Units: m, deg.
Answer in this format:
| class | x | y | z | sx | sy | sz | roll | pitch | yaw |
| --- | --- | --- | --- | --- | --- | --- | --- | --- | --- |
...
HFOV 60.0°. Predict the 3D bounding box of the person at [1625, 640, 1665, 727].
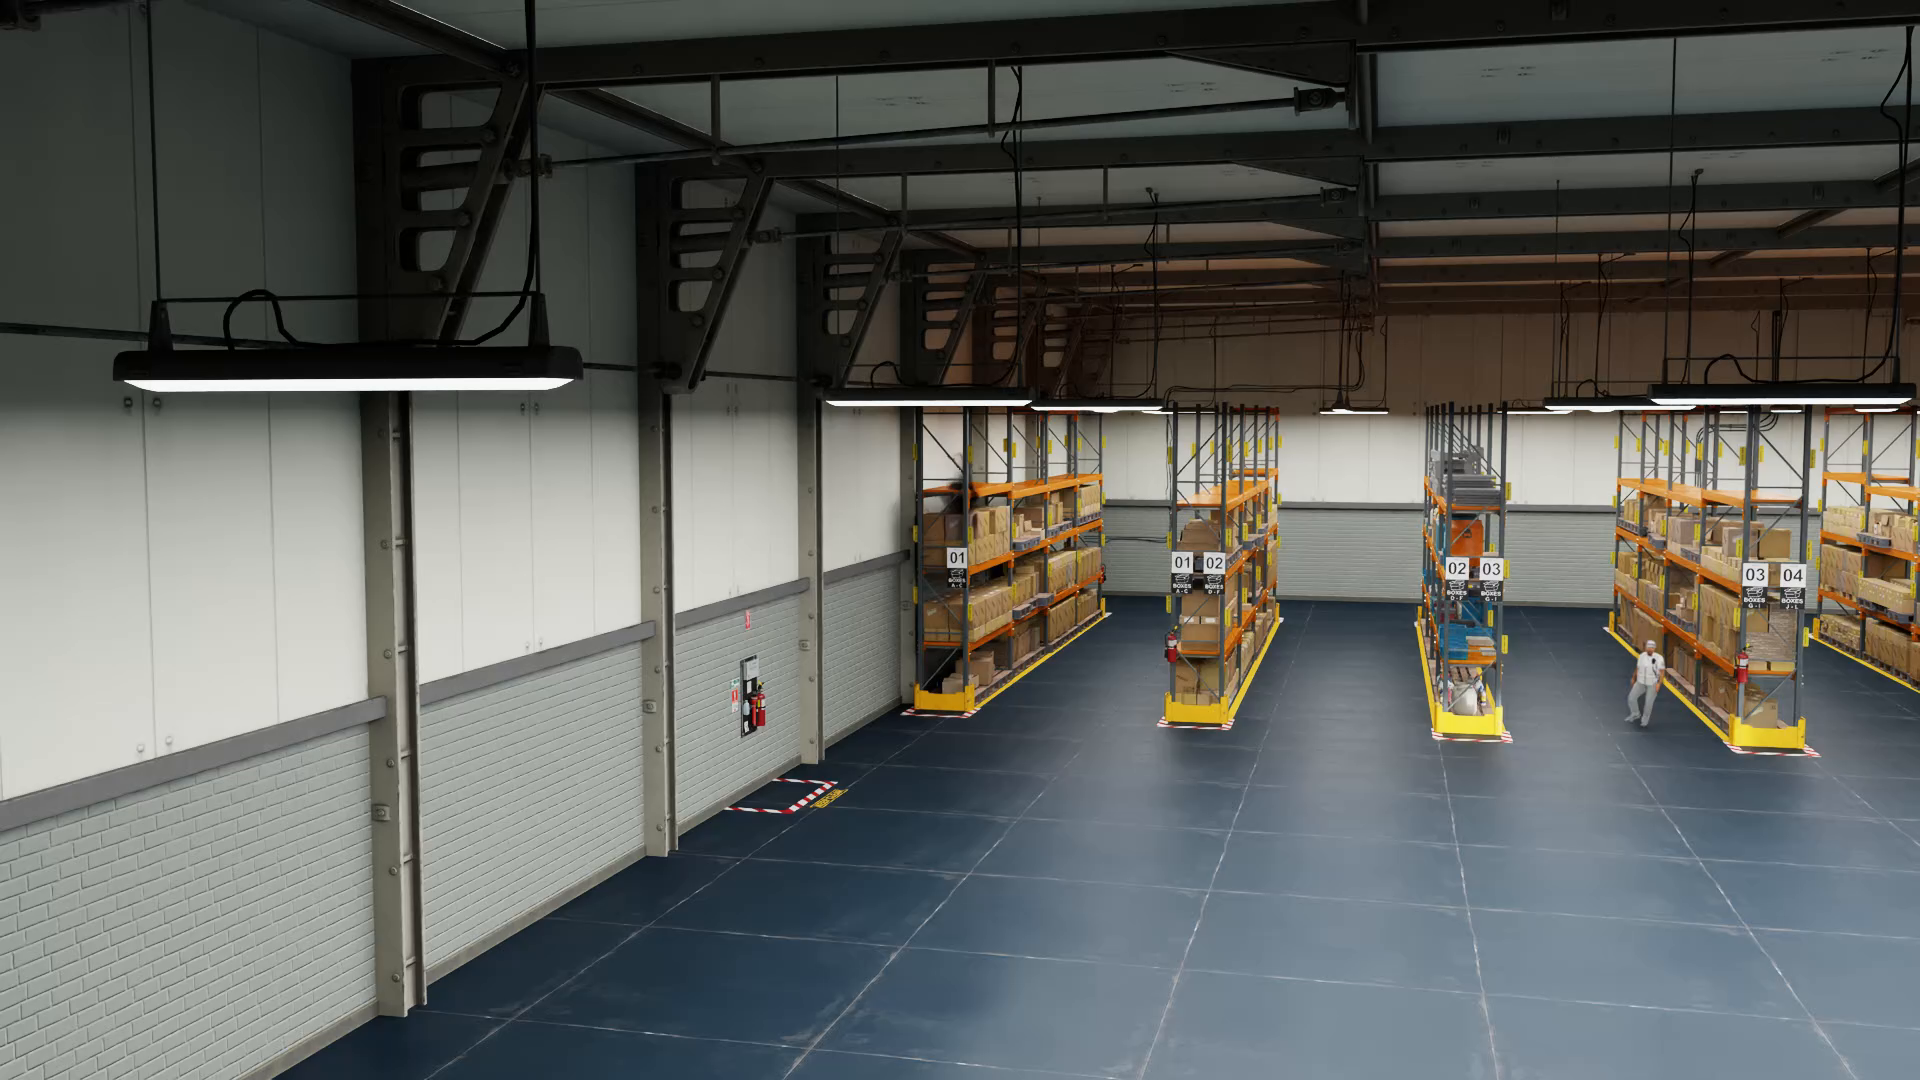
| class | x | y | z | sx | sy | sz | roll | pitch | yaw |
| --- | --- | --- | --- | --- | --- | --- | --- | --- | --- |
| person | 12.680 | 2.662 | 30.788 | 0.460 | 1.662 | 0.736 | -4 | 6 | -45 |
